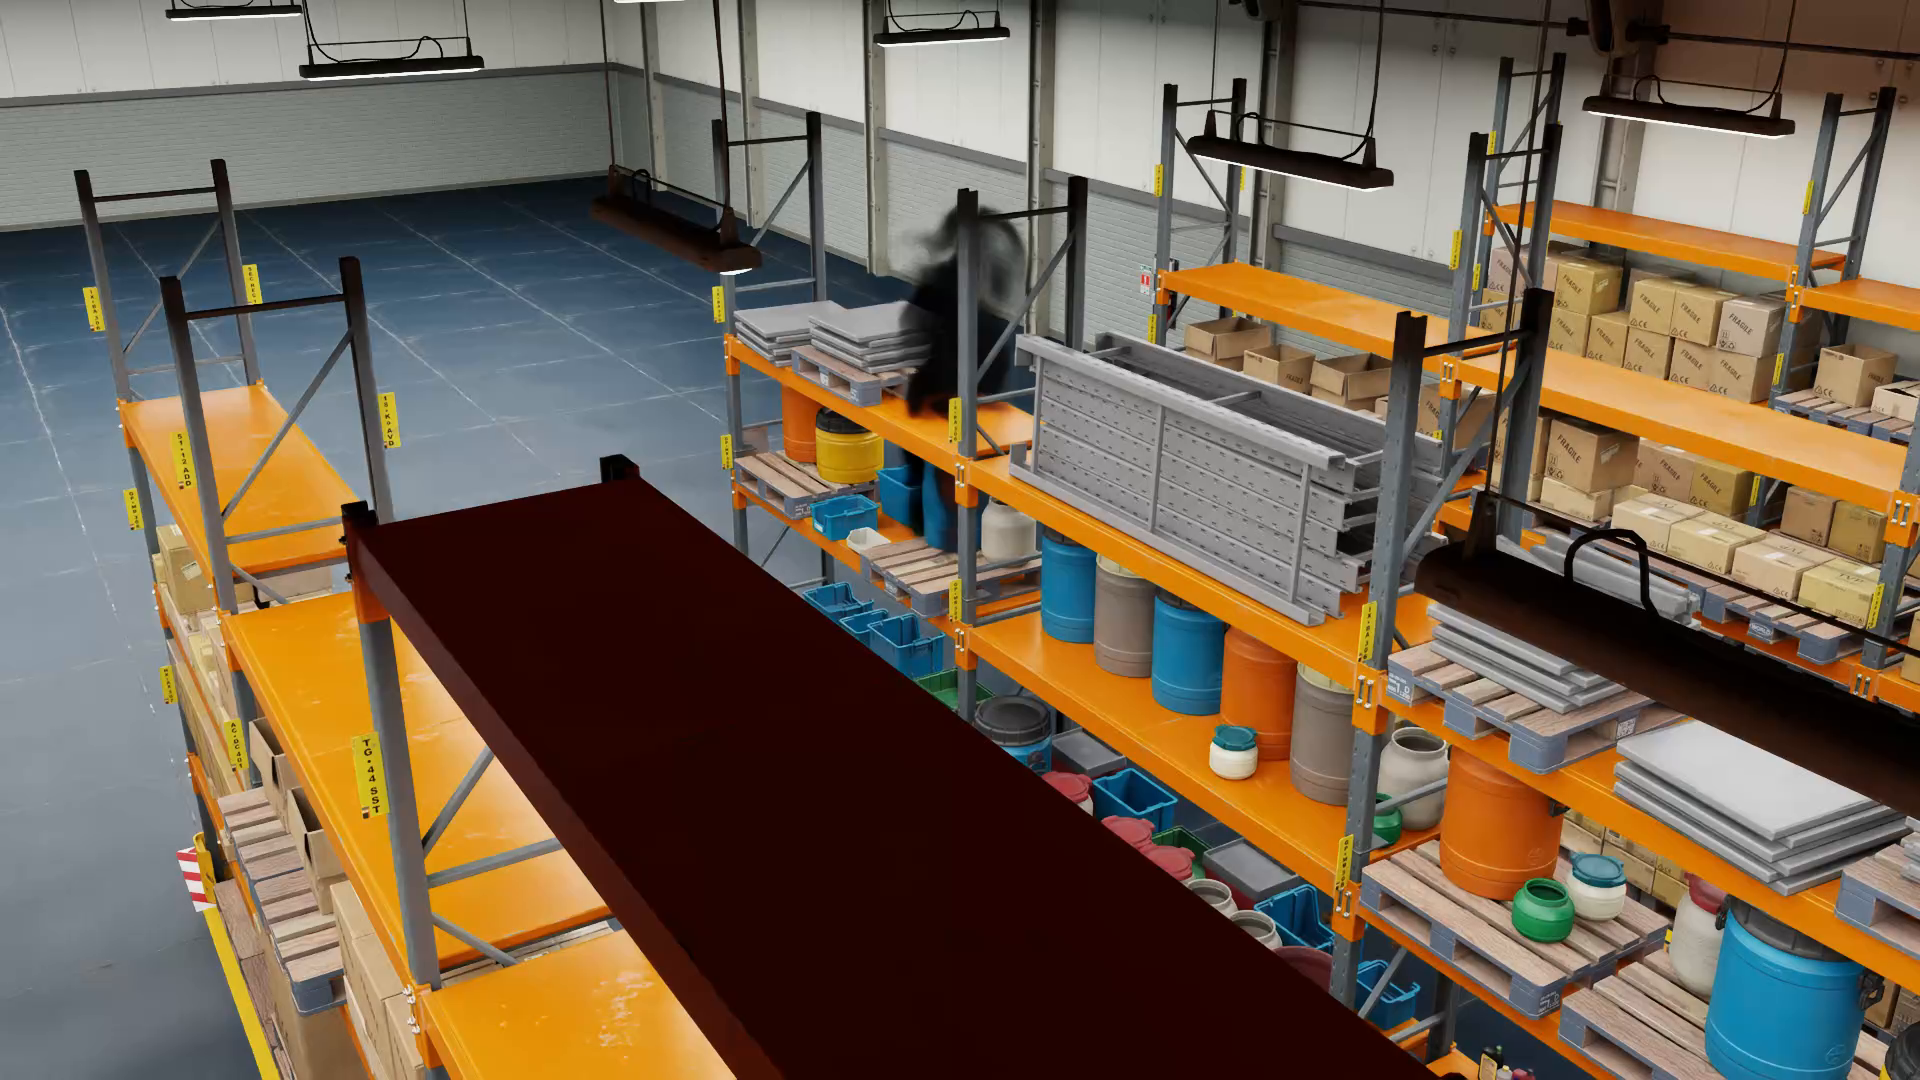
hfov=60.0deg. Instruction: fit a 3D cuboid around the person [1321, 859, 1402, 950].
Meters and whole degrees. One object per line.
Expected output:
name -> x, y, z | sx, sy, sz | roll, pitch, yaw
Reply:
person -> 3.201, 2.302, 12.698 | 0.680, 1.800, 0.841 | -17, 28, -37
